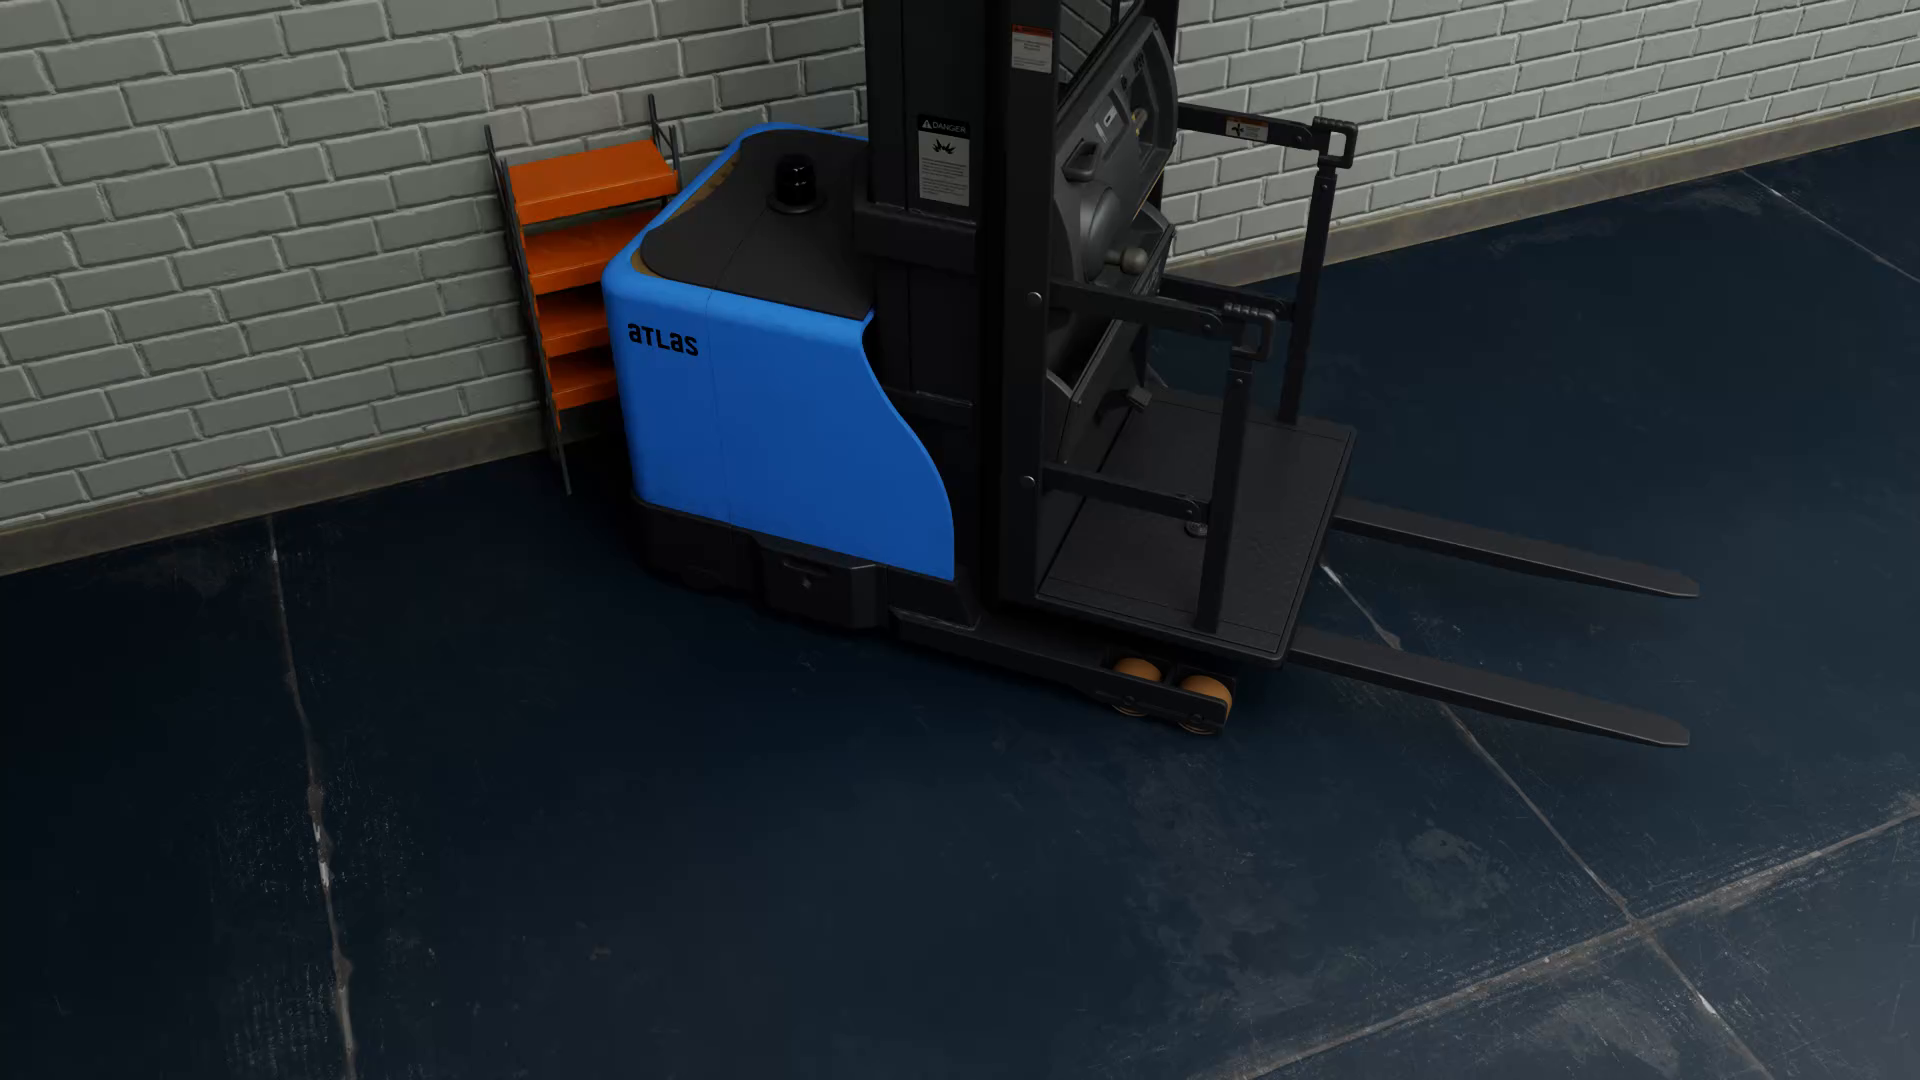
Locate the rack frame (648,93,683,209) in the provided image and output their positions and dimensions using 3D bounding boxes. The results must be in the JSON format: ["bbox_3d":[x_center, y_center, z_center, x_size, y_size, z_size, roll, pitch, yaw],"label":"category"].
[{"bbox_3d":[-0.876,-0.804,5.265,0.015,1.200,0.240,-16,43,-18],"label":"rack frame"}]

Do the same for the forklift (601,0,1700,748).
[{"bbox_3d":[0.585,-0.966,4.125,3.031,2.935,1.130,14,43,16],"label":"forklift"}]

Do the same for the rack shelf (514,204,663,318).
[{"bbox_3d":[-1.098,-0.857,5.087,0.480,0.148,0.258,-16,43,-18],"label":"rack shelf"}]

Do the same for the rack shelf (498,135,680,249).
[{"bbox_3d":[-1.098,-1.037,4.933,0.480,0.148,0.258,-16,43,-18],"label":"rack shelf"}]

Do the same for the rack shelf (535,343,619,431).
[{"bbox_3d":[-1.098,-0.537,5.362,0.480,0.148,0.258,-16,43,-18],"label":"rack shelf"}]

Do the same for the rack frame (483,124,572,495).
[{"bbox_3d":[-1.321,-0.674,5.113,0.015,1.200,0.240,-16,43,-18],"label":"rack frame"}]

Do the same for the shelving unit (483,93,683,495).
[{"bbox_3d":[-1.098,-0.739,5.189,0.503,1.200,0.258,-16,43,-18],"label":"shelving unit"}]

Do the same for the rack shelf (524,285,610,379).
[{"bbox_3d":[-1.098,-0.688,5.233,0.480,0.148,0.258,-16,43,-18],"label":"rack shelf"}]
